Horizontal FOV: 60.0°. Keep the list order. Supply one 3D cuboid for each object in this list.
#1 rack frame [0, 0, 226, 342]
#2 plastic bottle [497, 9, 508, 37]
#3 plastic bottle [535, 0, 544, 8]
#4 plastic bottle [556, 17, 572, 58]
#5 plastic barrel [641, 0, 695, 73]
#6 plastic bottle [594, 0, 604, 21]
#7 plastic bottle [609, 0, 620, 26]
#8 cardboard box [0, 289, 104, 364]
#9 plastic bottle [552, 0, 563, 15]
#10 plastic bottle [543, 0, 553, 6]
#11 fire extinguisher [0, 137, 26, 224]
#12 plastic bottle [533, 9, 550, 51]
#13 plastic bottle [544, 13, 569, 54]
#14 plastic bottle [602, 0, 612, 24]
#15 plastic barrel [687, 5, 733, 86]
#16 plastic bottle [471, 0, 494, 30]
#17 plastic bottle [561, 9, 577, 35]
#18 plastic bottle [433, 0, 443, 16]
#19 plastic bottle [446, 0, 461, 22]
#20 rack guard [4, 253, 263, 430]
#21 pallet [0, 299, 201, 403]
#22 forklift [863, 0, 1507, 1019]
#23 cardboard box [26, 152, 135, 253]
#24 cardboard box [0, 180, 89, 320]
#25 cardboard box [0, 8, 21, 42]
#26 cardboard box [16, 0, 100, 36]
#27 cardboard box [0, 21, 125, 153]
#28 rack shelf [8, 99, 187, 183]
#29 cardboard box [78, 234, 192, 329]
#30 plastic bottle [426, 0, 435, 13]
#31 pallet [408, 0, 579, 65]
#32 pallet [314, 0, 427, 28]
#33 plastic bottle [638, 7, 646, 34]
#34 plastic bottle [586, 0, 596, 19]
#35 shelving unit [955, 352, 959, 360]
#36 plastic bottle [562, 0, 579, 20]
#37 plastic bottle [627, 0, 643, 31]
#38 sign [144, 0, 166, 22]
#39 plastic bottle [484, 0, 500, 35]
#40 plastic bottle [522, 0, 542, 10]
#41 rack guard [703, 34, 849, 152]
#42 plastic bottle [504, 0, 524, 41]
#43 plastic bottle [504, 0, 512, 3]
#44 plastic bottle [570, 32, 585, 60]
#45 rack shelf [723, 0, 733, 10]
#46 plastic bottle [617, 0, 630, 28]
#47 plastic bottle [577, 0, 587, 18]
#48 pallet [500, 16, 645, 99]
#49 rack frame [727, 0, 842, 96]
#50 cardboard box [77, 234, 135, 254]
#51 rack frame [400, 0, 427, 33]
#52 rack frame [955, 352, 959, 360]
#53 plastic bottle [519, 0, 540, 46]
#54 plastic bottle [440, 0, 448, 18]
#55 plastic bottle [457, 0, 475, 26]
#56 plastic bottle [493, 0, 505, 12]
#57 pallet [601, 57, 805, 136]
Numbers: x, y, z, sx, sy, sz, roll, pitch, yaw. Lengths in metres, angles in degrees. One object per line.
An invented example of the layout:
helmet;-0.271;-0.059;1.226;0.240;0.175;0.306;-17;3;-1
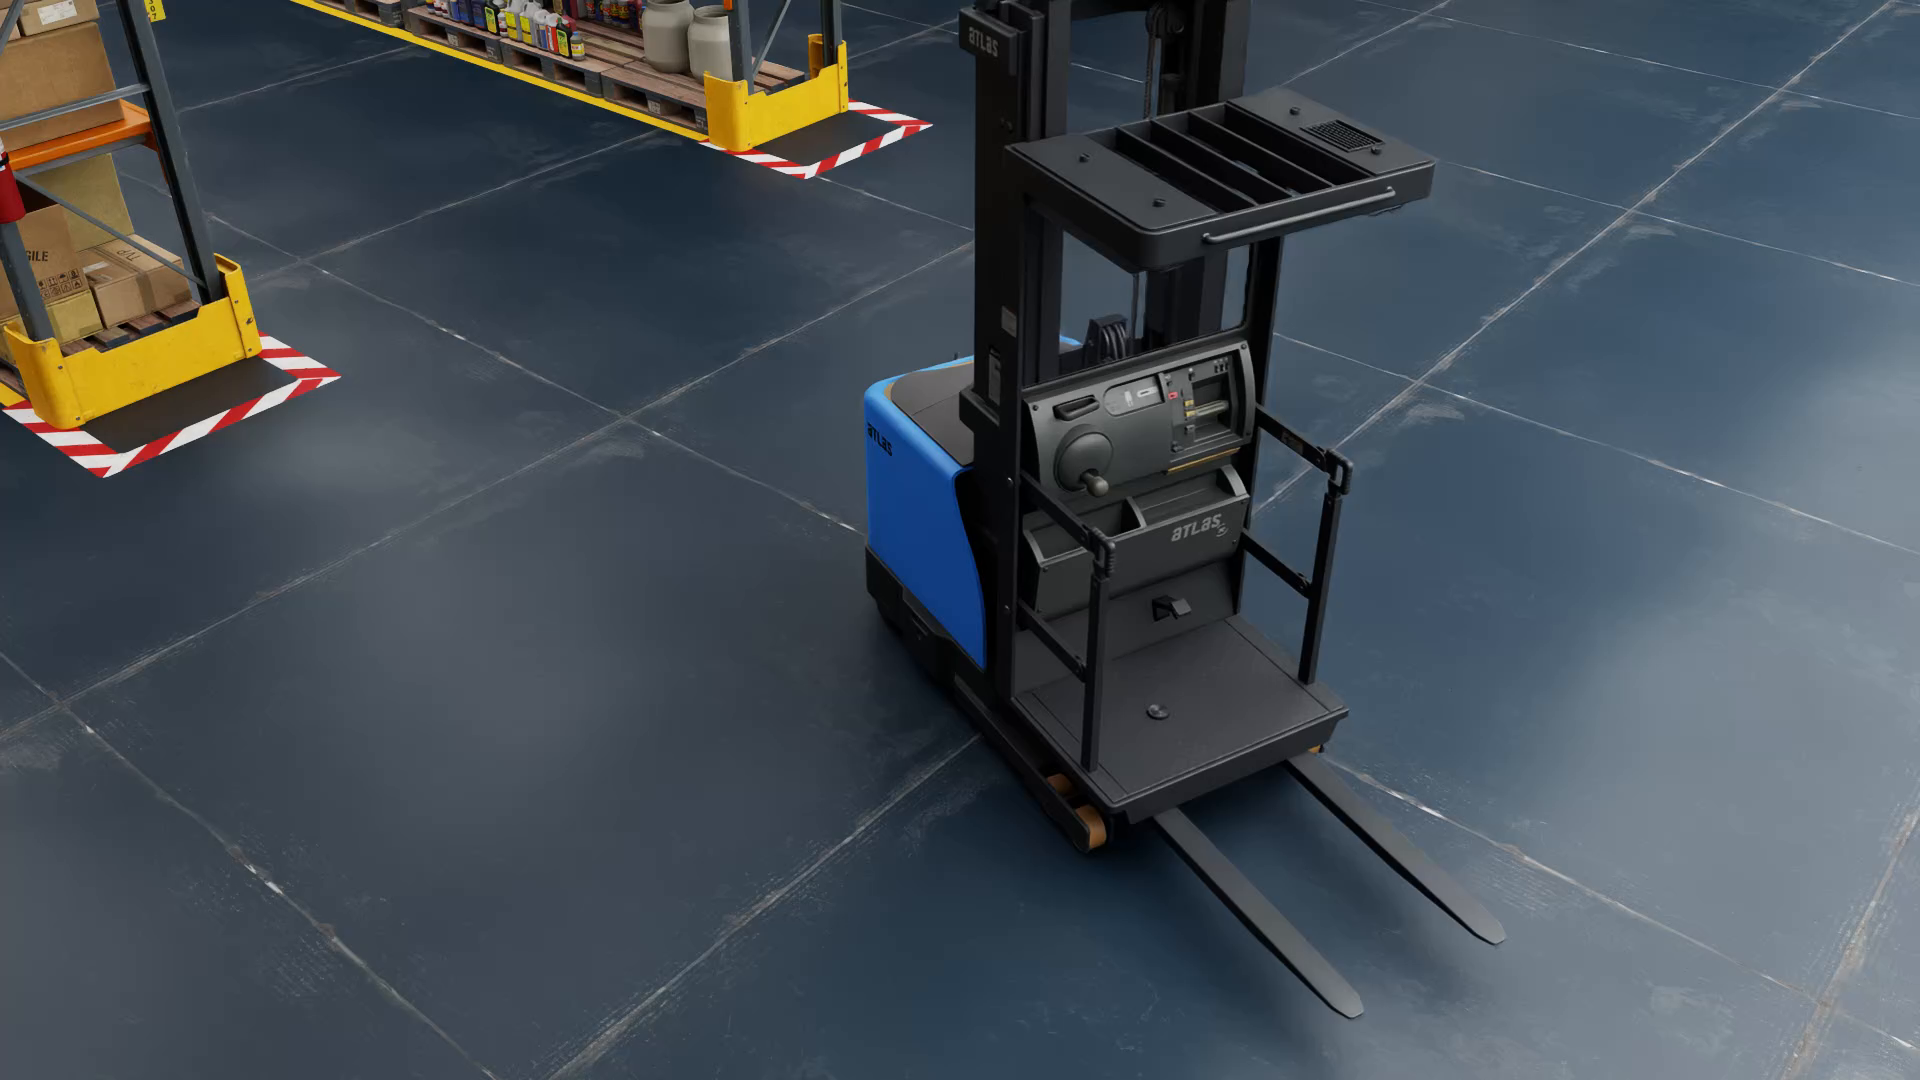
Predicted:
rack frame;-4.397;-2.114;8.179;0.127;3.000;1.000;25;42;32
plastic bottle;-3.597;-4.091;13.140;0.097;0.201;0.097;0;34;0
plastic bottle;-3.548;-4.524;13.706;0.135;0.276;0.152;25;42;32
plastic bottle;-3.018;-3.838;12.700;0.133;0.283;0.061;26;42;33
plastic barrel;-2.165;-3.802;12.463;0.421;0.512;0.421;0;34;0
plastic bottle;-2.915;-4.351;13.457;0.097;0.271;0.097;0;34;0
plastic bottle;-2.759;-4.277;13.350;0.097;0.271;0.097;0;34;0
cardboard box;-4.998;-1.220;8.934;0.500;0.250;0.500;25;42;32
plastic bottle;-3.270;-4.430;13.562;0.133;0.283;0.061;25;42;32
plastic bottle;-3.472;-4.629;13.792;0.185;0.351;0.144;23;41;30
fire extinguisher;-4.604;-1.837;7.844;0.183;0.674;0.296;25;42;32
plastic bottle;-3.200;-3.954;12.876;0.135;0.276;0.152;24;41;31
plastic bottle;-3.093;-3.904;12.803;0.135;0.276;0.152;26;42;32
plastic bottle;-2.836;-4.284;13.422;0.097;0.201;0.097;0;34;0
plastic barrel;-1.780;-3.621;12.199;0.421;0.512;0.421;0;34;0
plastic bottle;-3.799;-4.265;13.262;0.185;0.351;0.144;23;41;30
plastic bottle;-3.026;-3.954;12.868;0.133;0.283;0.061;25;42;32
plastic bottle;-4.257;-4.402;13.593;0.097;0.201;0.097;0;34;0
plastic bottle;-4.069;-4.364;13.472;0.135;0.276;0.152;27;43;33
rack guard;-4.379;-1.075;8.874;0.348;0.500;1.175;25;42;32
pallet;-5.012;-1.224;9.345;1.213;0.211;1.003;25;42;32
forklift;0.757;-0.369;5.698;1.130;2.935;3.031;-18;38;-24
cardboard box;-5.053;-1.934;9.312;0.500;0.500;0.500;25;42;32
cardboard box;-5.000;-1.528;8.720;0.500;0.500;0.500;25;42;32
cardboard box;-4.813;-2.478;8.048;0.250;0.149;0.380;24;41;31
cardboard box;-4.561;-2.659;8.310;0.250;0.149;0.380;25;42;32
cardboard box;-4.748;-2.330;8.405;0.500;0.500;0.700;25;42;32
rack shelf;-5.934;-2.542;9.437;4.000;0.370;1.077;25;42;32
cardboard box;-4.667;-1.445;9.262;0.500;0.250;0.500;25;42;32
plastic bottle;-4.335;-4.467;13.627;0.097;0.271;0.097;0;34;0
pallet;-3.810;-4.306;13.833;1.213;0.211;1.003;25;42;32
pallet;-4.928;-4.835;14.604;1.213;0.211;1.003;25;42;32
plastic bottle;-2.499;-4.125;13.191;0.097;0.201;0.097;0;34;0
plastic bottle;-2.993;-4.359;13.530;0.097;0.201;0.097;0;34;0
shelving unit;-0.006;-0.374;7.500;0.210;0.900;0.258;25;42;32
plastic bottle;-3.169;-4.377;13.484;0.133;0.283;0.061;25;42;32
plastic bottle;-2.581;-4.212;13.244;0.133;0.283;0.061;26;42;33
sign;-4.038;-2.743;8.260;0.005;0.325;0.100;25;42;32
plastic bottle;-3.699;-4.159;13.167;0.133;0.283;0.061;27;43;34
plastic bottle;-3.397;-4.154;13.166;0.135;0.276;0.152;25;42;32
rack guard;-1.314;-3.244;12.033;0.348;0.500;1.175;25;42;32
plastic bottle;-3.473;-4.111;13.038;0.185;0.351;0.144;25;42;31
plastic bottle;-3.712;-4.636;13.802;0.185;0.351;0.144;25;42;32
plastic bottle;-2.917;-3.770;12.673;0.097;0.201;0.097;0;34;0
rack shelf;-2.762;-4.696;12.573;4.000;0.370;1.077;25;42;32
plastic bottle;-2.682;-4.241;13.297;0.097;0.271;0.097;0;34;0
plastic bottle;-3.102;-4.420;13.554;0.135;0.276;0.152;26;42;33
pallet;-2.868;-3.864;13.190;1.213;0.211;1.003;25;42;32
rack frame;-1.225;-4.268;11.315;0.127;3.000;1.000;25;42;32
cardboard box;-5.054;-1.624;9.523;0.500;0.250;0.500;25;42;32
rack frame;-4.299;-5.717;13.425;0.127;3.000;1.000;25;42;32
rack frame;-0.084;-0.411;7.553;0.006;0.900;0.240;25;42;32
plastic bottle;-3.330;-4.043;12.939;0.185;0.351;0.144;27;43;34
plastic bottle;-4.178;-4.365;13.539;0.097;0.201;0.097;0;34;0
plastic bottle;-3.944;-4.333;13.361;0.185;0.351;0.144;26;42;33
plastic bottle;-3.662;-4.195;13.230;0.097;0.271;0.097;0;34;0
pallet;-1.935;-3.422;12.546;1.213;0.211;1.003;25;42;32
